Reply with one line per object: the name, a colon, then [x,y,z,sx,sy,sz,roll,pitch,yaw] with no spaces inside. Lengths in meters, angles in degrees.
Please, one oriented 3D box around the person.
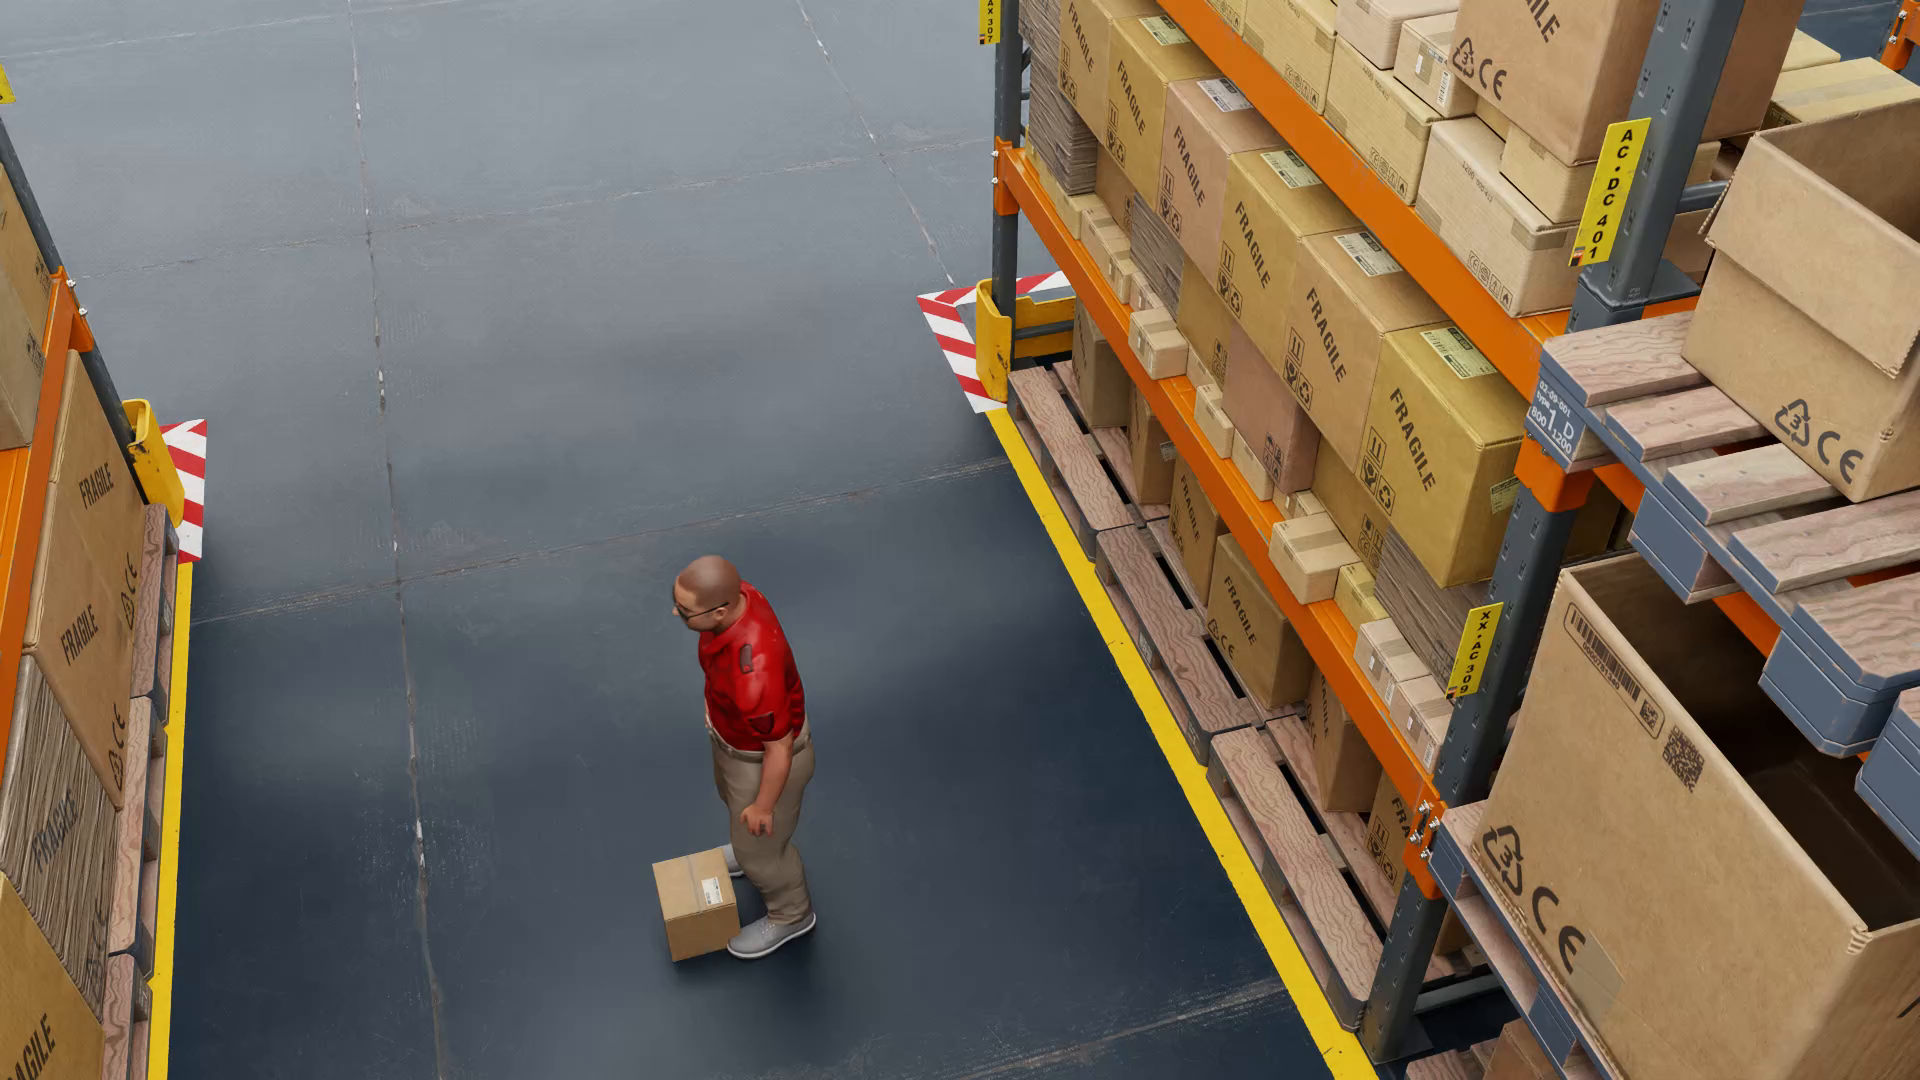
person: [-0.676,0.653,5.392,0.373,1.657,0.596,-13,44,-14]
